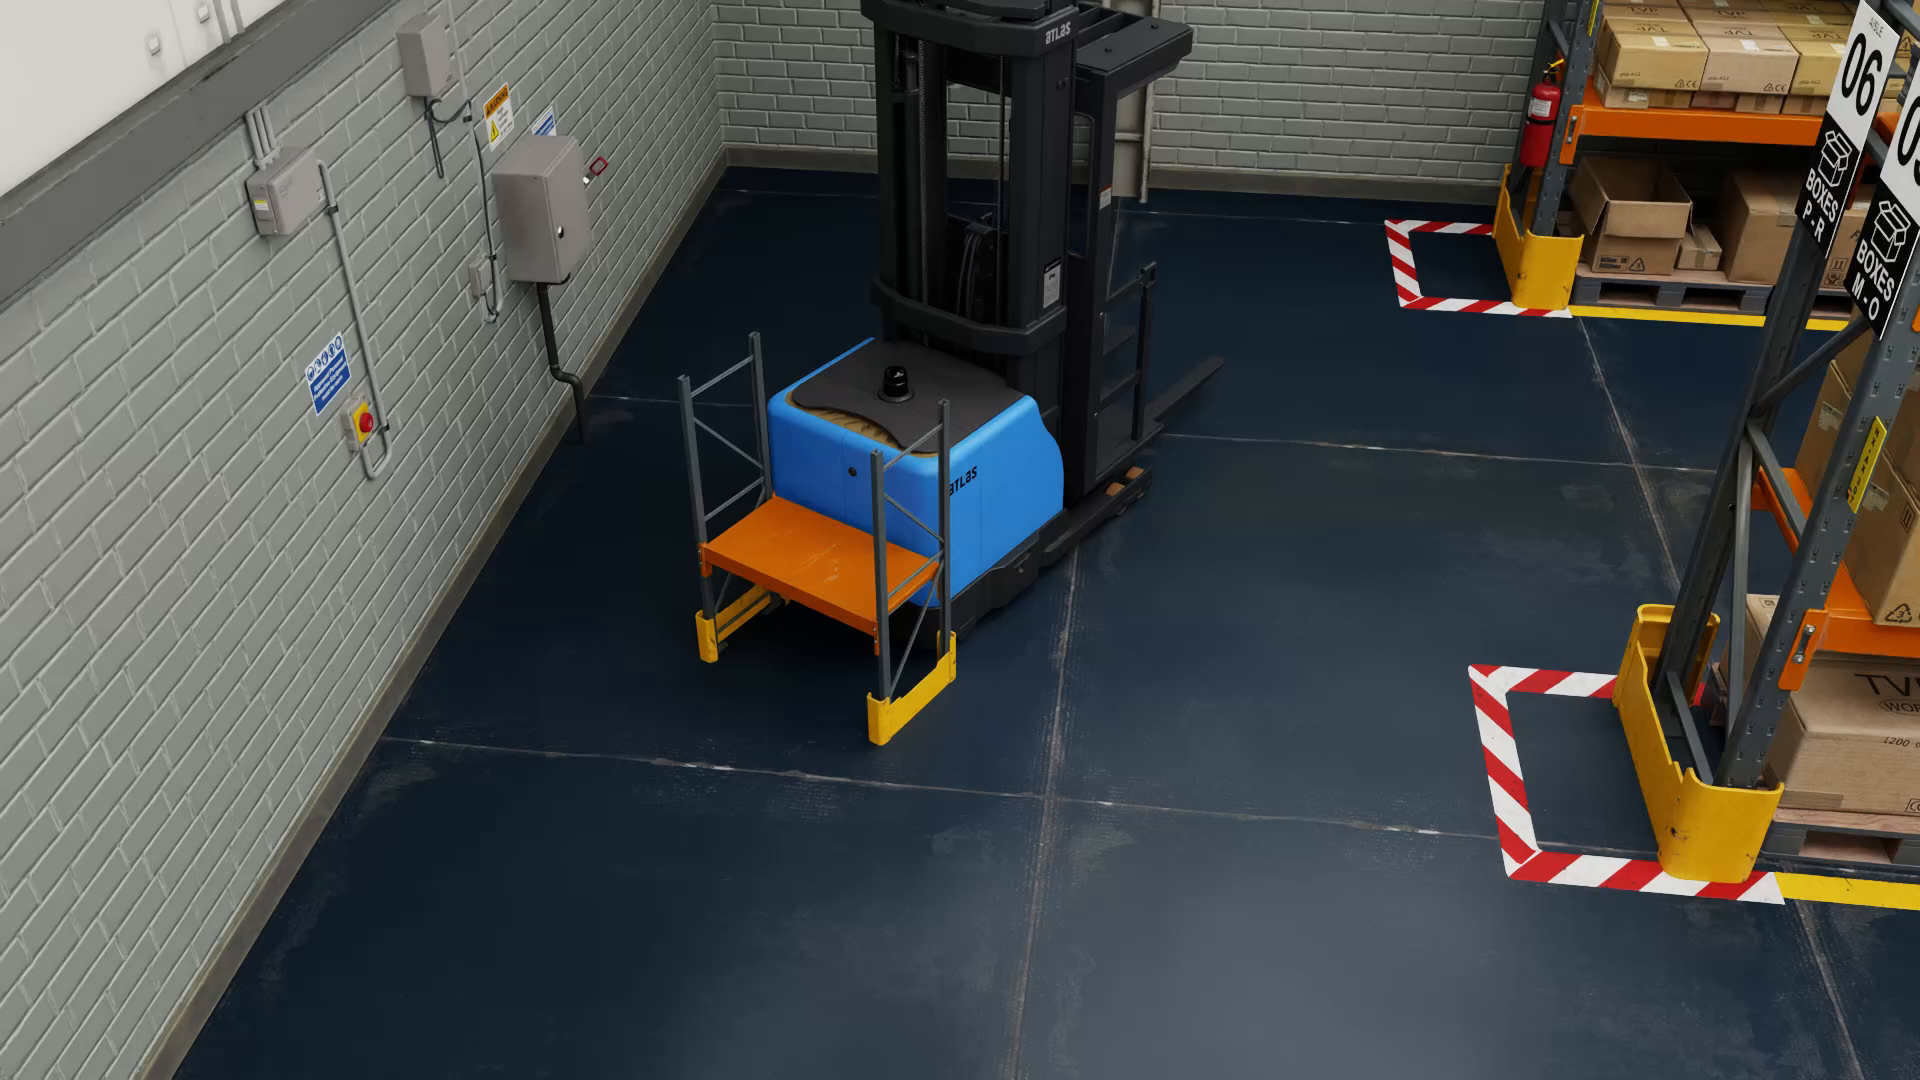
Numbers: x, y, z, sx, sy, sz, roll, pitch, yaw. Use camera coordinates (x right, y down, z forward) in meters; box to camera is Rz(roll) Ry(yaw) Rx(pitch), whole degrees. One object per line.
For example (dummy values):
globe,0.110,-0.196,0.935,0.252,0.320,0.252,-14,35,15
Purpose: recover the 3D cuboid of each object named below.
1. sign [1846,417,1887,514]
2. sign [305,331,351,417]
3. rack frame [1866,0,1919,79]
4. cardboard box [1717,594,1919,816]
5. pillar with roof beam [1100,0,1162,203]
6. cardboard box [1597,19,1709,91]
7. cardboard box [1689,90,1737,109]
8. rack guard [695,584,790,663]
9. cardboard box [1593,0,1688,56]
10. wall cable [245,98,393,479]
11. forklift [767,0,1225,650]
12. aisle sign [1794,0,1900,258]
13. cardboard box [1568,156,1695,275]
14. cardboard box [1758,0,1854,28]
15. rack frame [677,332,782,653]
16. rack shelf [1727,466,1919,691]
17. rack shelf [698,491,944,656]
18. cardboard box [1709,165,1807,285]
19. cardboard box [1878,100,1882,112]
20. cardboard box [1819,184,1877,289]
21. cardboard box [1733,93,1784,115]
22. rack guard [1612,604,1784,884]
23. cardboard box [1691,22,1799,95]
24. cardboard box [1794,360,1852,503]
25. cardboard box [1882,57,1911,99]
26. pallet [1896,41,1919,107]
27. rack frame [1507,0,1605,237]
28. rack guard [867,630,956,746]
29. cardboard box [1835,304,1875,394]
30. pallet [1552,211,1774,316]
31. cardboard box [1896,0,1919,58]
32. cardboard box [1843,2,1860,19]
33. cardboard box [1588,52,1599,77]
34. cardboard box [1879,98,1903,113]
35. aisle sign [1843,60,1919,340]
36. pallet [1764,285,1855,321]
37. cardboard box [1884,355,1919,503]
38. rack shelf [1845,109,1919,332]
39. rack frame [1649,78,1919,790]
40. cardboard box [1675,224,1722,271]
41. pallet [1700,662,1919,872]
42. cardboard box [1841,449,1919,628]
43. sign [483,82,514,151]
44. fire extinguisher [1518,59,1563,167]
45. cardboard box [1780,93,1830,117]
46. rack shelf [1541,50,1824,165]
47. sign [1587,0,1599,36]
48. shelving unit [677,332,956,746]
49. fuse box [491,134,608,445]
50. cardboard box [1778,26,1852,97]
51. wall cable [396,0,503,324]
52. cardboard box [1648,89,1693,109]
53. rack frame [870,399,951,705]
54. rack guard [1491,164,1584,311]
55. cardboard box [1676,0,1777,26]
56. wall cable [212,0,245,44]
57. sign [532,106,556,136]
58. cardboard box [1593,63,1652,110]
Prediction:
sign,3.028,-0.249,5.560,0.005,0.325,0.100,4,36,6
sign,-2.558,-0.674,6.737,0.001,0.218,0.327,4,36,6
rack frame,3.105,-2.625,4.539,0.127,3.000,1.000,4,36,6
cardboard box,3.772,0.680,6.917,0.875,0.438,0.875,3,36,4
pillar with roof beam,0.626,-3.724,6.079,0.400,9.000,9.100,4,36,6
cardboard box,4.149,-2.915,9.982,0.500,0.250,0.500,4,36,6
cardboard box,4.548,-2.768,10.119,0.250,0.149,0.380,4,36,5
rack guard,-1.031,0.326,7.934,0.087,0.250,0.587,22,41,28
cardboard box,4.224,-3.223,10.414,0.500,0.250,0.500,5,36,7
wall cable,-2.491,-1.014,6.544,0.123,1.953,0.585,4,36,6
forklift,0.375,-1.483,8.162,1.130,2.935,3.031,24,42,29
aisle sign,3.073,-1.426,5.785,0.004,0.787,0.394,4,36,6
cardboard box,4.328,-2.099,10.753,0.637,0.503,0.797,3,36,4
cardboard box,5.225,-3.145,10.304,0.500,0.250,0.500,5,36,7
rack frame,-1.032,-0.182,7.571,0.032,1.500,0.500,22,41,28
rack shelf,5.089,0.257,6.284,4.000,0.370,1.077,4,36,6
rack shelf,-0.614,0.132,7.440,1.000,0.185,0.538,22,41,28
cardboard box,5.171,-2.012,10.634,0.500,0.500,0.700,6,36,8
cardboard box,5.296,-2.635,9.934,0.250,0.149,0.380,3,36,5
cardboard box,5.683,-1.915,10.499,0.500,0.500,0.500,5,36,7
cardboard box,4.791,-2.714,10.043,0.250,0.149,0.380,5,36,7
rack guard,3.081,0.832,7.011,0.348,0.500,1.175,4,36,6
cardboard box,4.649,-2.878,9.930,0.500,0.250,0.500,5,36,6
cardboard box,3.617,-0.341,6.417,0.500,0.500,0.500,4,36,6
cardboard box,5.662,-2.817,9.845,0.500,0.250,0.500,3,36,5
pallet,3.842,-1.320,5.368,1.213,0.211,1.003,4,36,6
rack frame,3.734,-3.044,10.290,0.127,3.000,1.000,4,36,6
rack guard,-0.212,0.656,7.472,0.087,0.250,0.587,22,41,28
cardboard box,3.614,-0.733,6.105,0.500,0.500,0.500,5,36,8
pallet,4.600,-1.845,11.010,1.213,0.211,1.003,4,36,6
cardboard box,5.637,-3.110,9.609,0.500,0.500,0.500,5,36,7
cardboard box,5.744,-3.106,10.250,0.500,0.250,0.500,4,36,6
cardboard box,4.096,-3.072,10.545,0.250,0.149,0.380,4,36,5
cardboard box,5.560,-2.628,9.923,0.250,0.149,0.380,5,36,7
aisle sign,2.997,-1.080,5.300,0.004,0.787,0.394,4,36,6
pallet,5.806,-1.753,10.882,1.213,0.211,1.003,4,36,6
cardboard box,3.545,-0.432,5.683,0.500,0.500,0.500,4,36,5
rack shelf,5.089,-0.964,5.412,4.000,0.370,1.077,4,36,6
rack frame,3.105,-0.184,6.282,0.127,3.000,1.000,4,36,6
cardboard box,4.745,-1.901,10.781,0.250,0.149,0.380,3,36,4
pallet,3.908,0.966,7.073,1.213,0.211,1.003,4,36,6
cardboard box,3.545,-0.023,5.972,0.500,0.500,0.500,4,36,6
sign,-2.291,-2.107,8.266,0.001,0.242,0.339,4,36,6
fire extinguisher,3.529,-2.605,10.063,0.183,0.674,0.296,4,36,6
cardboard box,5.055,-2.697,10.020,0.250,0.149,0.380,5,36,7
rack shelf,5.717,-2.603,10.292,4.000,0.370,1.077,4,36,6
sign,3.665,-3.084,9.600,0.005,0.325,0.100,4,36,6
shelving unit,-0.622,-0.017,7.339,1.083,1.500,0.587,22,41,28
fuse box,-2.079,-1.262,8.903,0.414,1.711,0.539,4,36,6
cardboard box,5.153,-2.842,9.881,0.500,0.250,0.500,4,36,5
wall cable,-2.322,-1.819,7.699,0.122,1.984,0.588,4,36,6
cardboard box,4.283,-2.767,10.118,0.250,0.149,0.380,5,36,7
rack frame,-0.196,0.154,7.100,0.032,1.500,0.500,22,41,28
rack guard,3.809,-2.021,11.008,0.348,0.500,1.175,4,36,6
cardboard box,4.735,-3.184,10.359,0.500,0.250,0.500,4,36,6
wall cable,-2.573,-2.884,4.902,0.029,3.000,0.463,4,36,6
sign,-2.221,-2.048,8.976,0.001,0.494,0.329,4,36,6
cardboard box,4.025,-2.759,10.107,0.250,0.149,0.380,4,36,6
